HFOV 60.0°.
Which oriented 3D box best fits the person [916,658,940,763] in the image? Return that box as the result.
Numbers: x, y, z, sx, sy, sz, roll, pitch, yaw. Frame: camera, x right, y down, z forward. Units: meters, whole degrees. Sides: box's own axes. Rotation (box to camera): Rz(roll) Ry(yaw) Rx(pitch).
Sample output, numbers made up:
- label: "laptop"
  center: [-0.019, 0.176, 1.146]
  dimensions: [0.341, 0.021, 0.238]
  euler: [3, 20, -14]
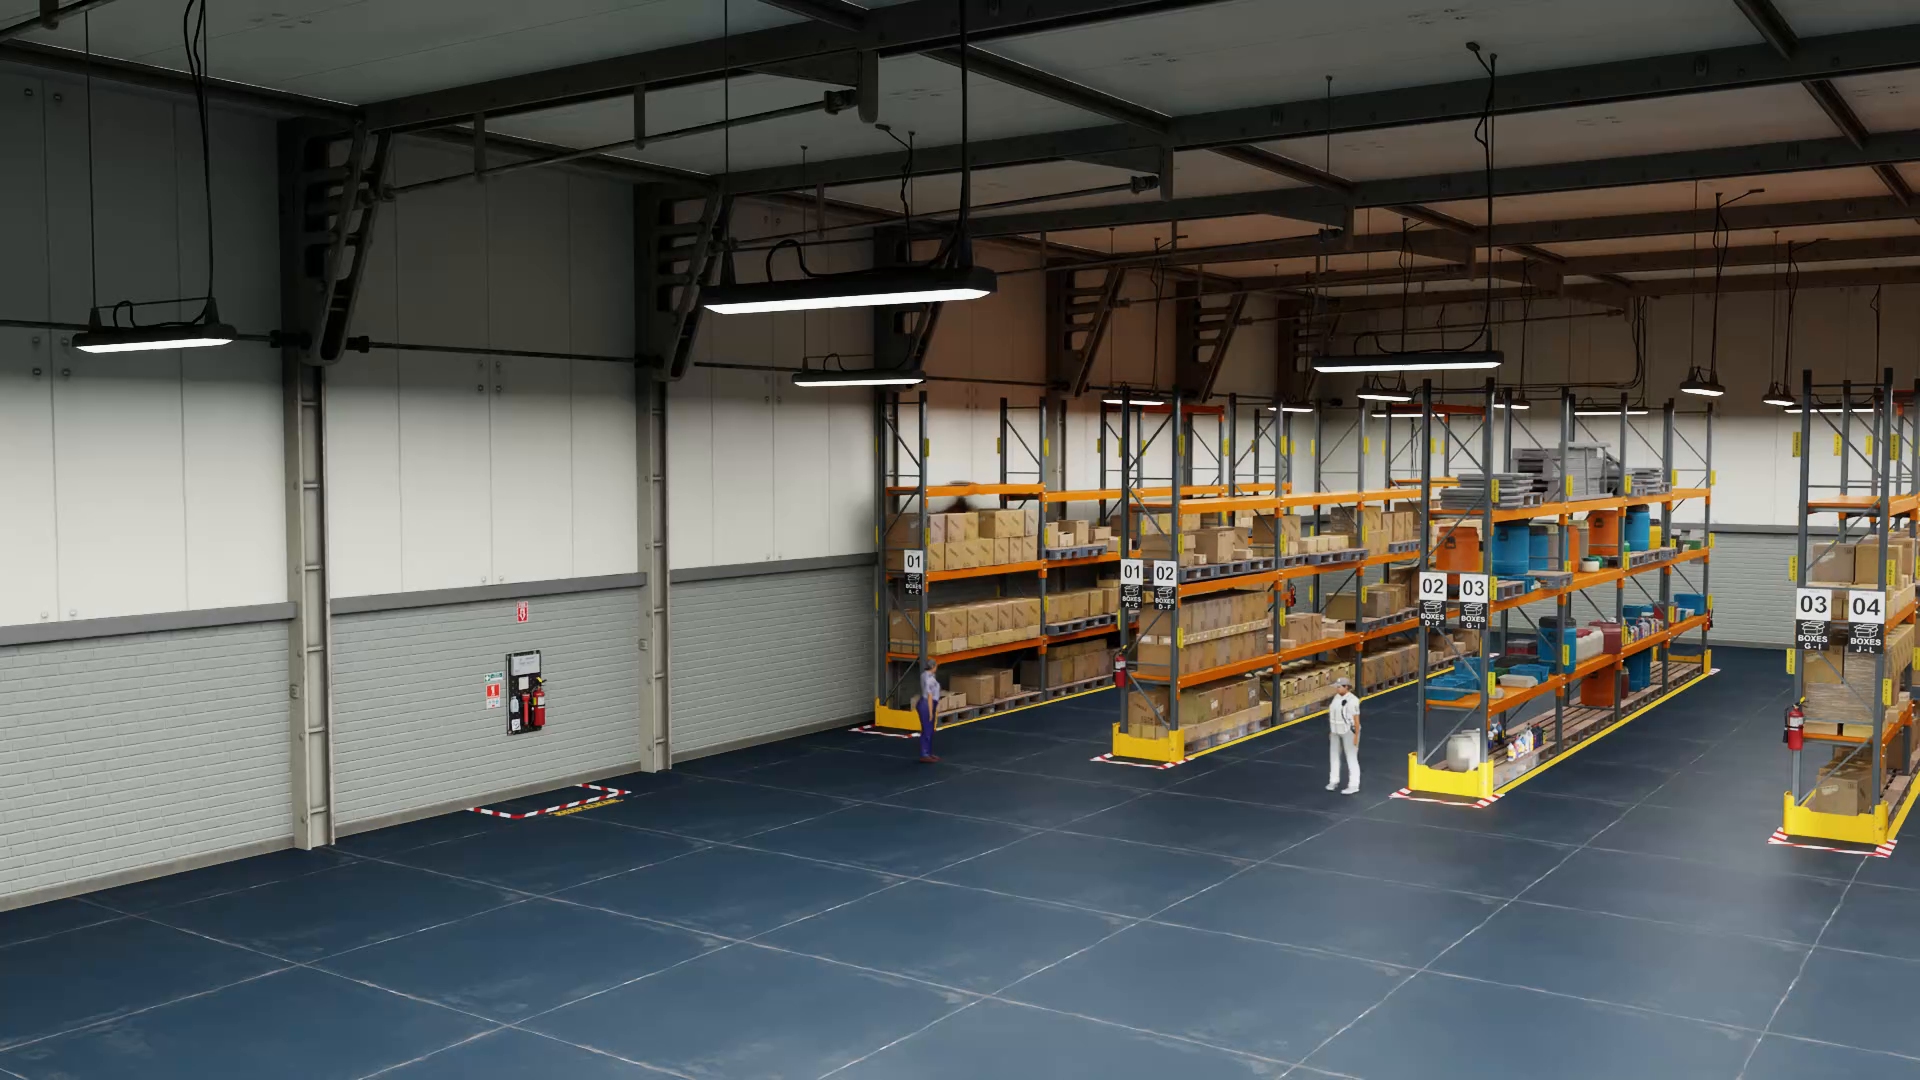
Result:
- label: "person"
  center: [-0.501, 2.708, 26.509]
  dimensions: [0.386, 1.658, 0.505]
  euler: [-1, 3, -11]

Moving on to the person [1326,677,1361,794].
- label: "person"
  center: [5.581, 2.821, 24.216]
  dimensions: [0.432, 1.670, 0.525]
  euler: [-2, 4, -31]
